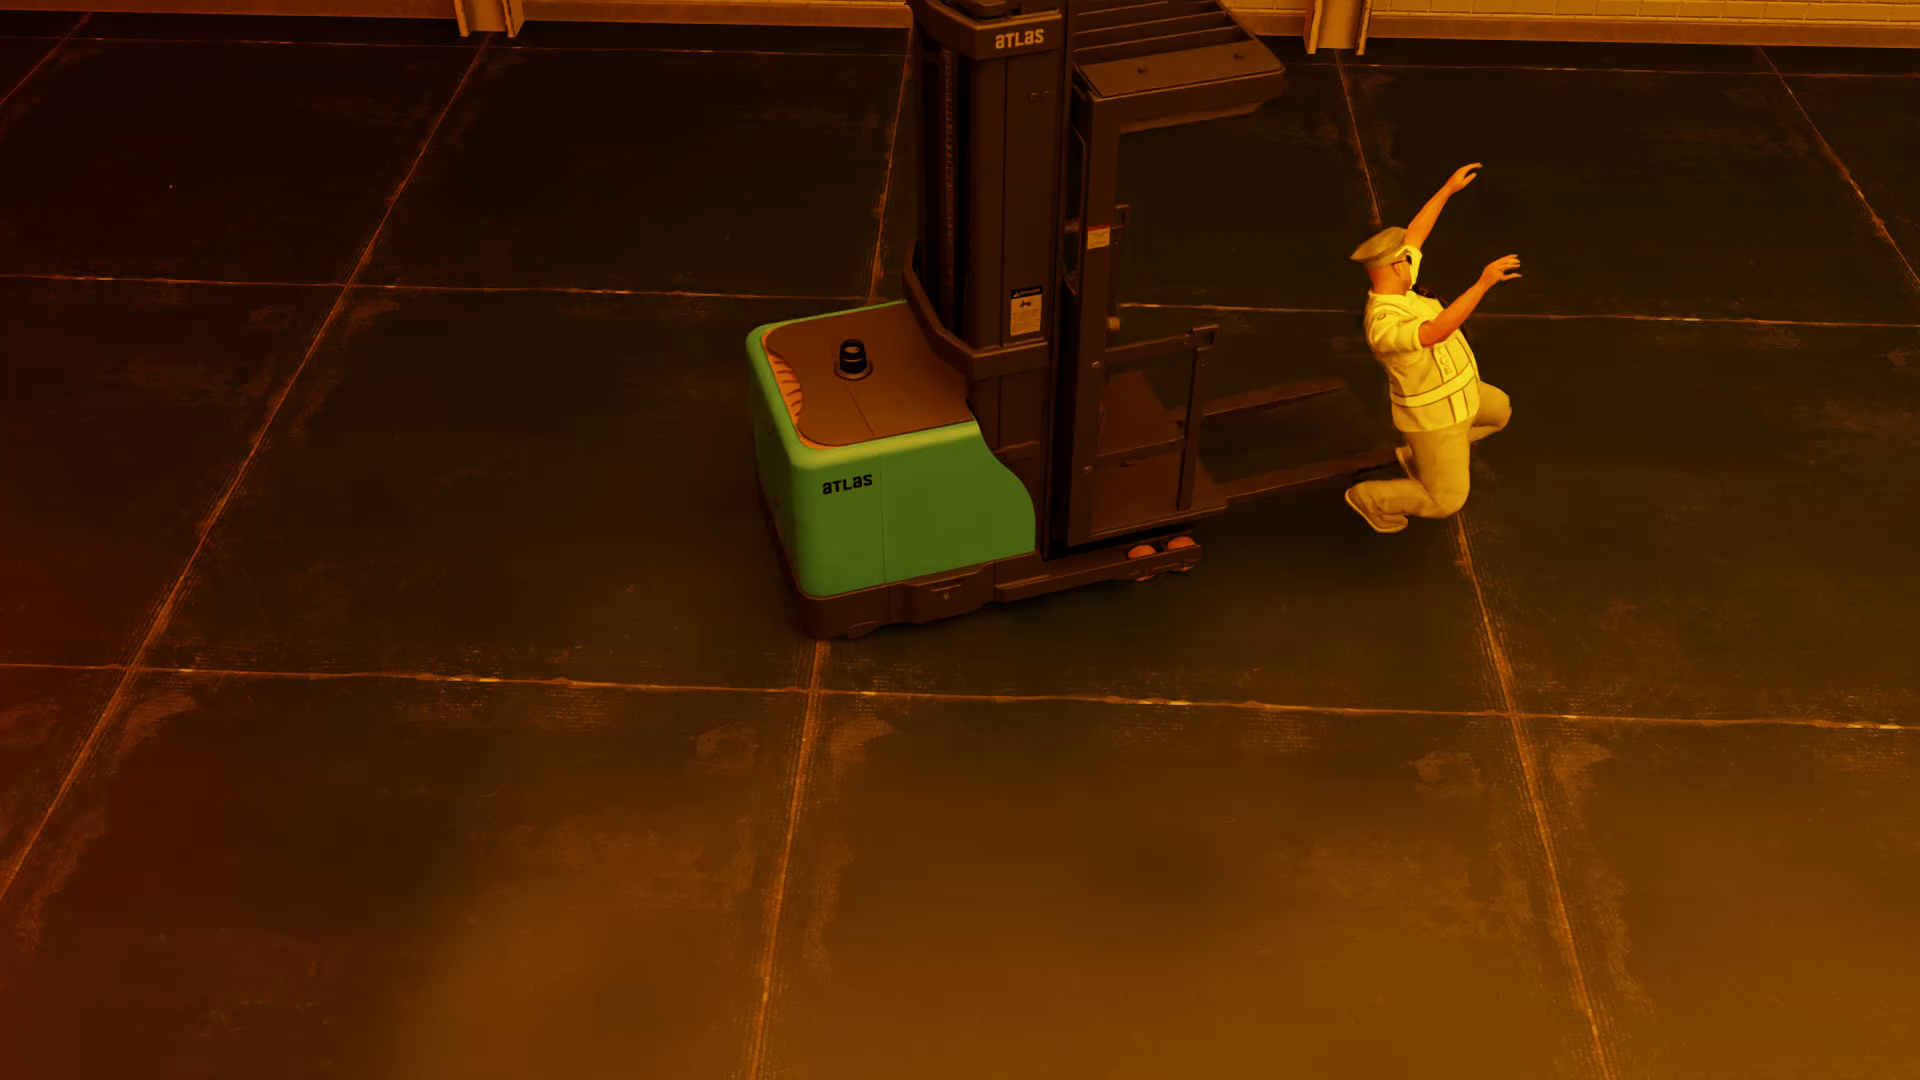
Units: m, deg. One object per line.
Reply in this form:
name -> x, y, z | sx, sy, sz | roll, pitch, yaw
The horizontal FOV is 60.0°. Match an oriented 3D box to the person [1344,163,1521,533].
person -> 2.109, -0.810, 7.499 | 0.839, 1.654, 1.025 | 14, 44, 15

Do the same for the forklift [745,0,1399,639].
forklift -> 0.609, -1.224, 7.083 | 3.031, 2.935, 1.130 | -12, 44, -13
